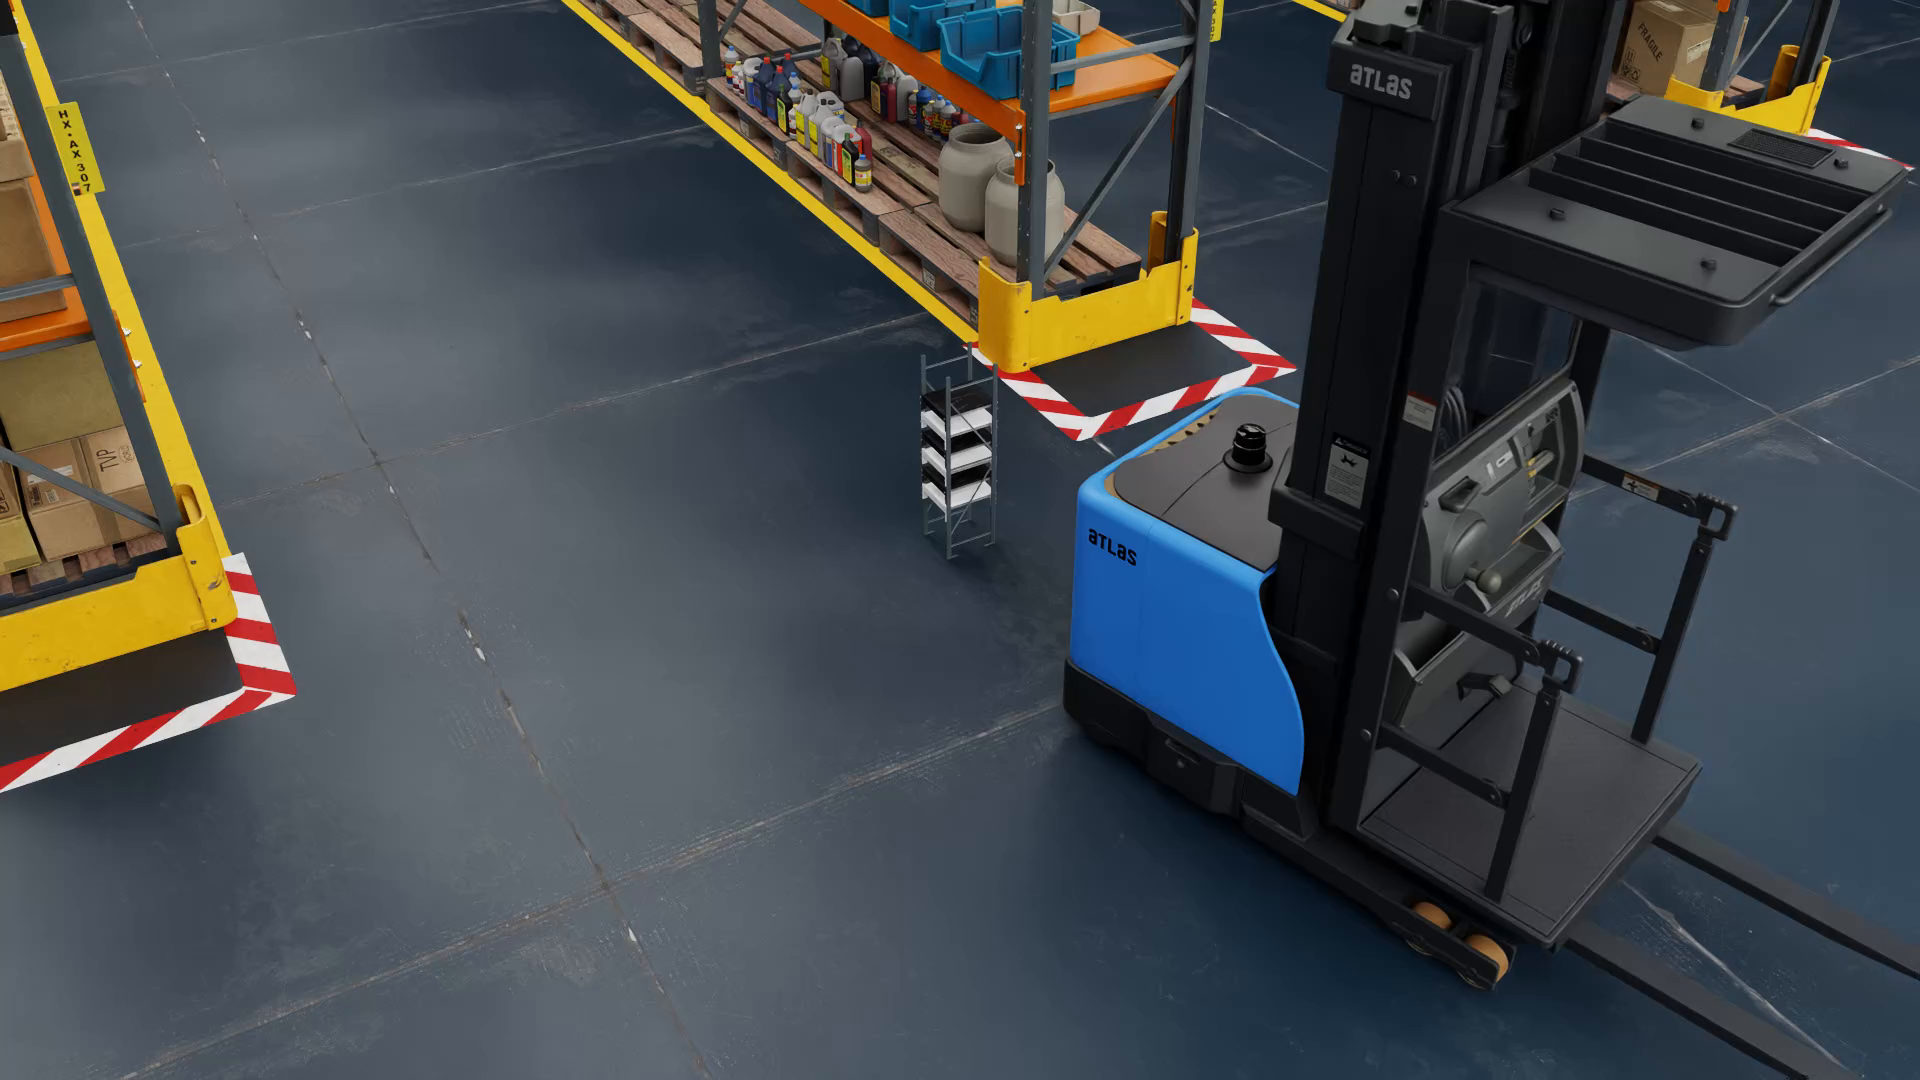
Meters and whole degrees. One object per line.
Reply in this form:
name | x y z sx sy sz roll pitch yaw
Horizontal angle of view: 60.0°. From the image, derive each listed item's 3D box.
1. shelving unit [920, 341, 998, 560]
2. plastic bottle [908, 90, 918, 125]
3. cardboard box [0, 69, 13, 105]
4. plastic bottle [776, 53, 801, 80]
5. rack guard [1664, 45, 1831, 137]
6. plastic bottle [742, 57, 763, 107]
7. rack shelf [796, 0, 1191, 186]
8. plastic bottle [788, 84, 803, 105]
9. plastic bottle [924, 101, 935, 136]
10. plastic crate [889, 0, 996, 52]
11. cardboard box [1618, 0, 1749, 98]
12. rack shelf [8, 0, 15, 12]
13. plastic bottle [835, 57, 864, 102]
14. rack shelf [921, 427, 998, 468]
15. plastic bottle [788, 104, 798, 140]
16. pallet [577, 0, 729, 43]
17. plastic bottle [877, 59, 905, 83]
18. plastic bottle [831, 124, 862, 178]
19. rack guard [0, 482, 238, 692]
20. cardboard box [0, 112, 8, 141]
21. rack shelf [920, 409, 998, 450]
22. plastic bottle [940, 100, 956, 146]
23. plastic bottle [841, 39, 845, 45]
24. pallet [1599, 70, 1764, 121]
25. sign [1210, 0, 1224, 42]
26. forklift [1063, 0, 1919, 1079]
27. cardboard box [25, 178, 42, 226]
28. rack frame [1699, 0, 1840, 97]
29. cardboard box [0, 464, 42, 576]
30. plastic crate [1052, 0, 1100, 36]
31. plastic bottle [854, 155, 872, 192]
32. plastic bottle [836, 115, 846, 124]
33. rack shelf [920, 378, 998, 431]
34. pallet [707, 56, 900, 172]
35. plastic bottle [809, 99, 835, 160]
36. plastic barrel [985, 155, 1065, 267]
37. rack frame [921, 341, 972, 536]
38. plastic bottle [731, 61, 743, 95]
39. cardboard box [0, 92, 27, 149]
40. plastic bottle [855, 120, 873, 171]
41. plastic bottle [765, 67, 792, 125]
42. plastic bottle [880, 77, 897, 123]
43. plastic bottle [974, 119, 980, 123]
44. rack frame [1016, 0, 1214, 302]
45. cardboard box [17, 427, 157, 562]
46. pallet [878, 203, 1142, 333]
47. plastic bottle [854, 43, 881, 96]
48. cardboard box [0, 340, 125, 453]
shelving unit | -0.004 -0.368 6.990 0.258 0.900 0.210 -19 40 -24
plastic bottle | -0.276 -2.720 10.430 0.097 0.201 0.097 0 36 0
cardboard box | -3.939 -1.765 6.489 0.380 0.149 0.250 -20 40 -25
plastic bottle | -1.097 -2.930 10.591 0.144 0.351 0.185 -19 40 -24
rack guard | 4.985 -2.771 10.620 1.175 0.500 0.348 -19 40 -24
plastic bottle | -1.301 -2.942 10.672 0.152 0.276 0.135 -17 40 -22
rack shelf | -0.264 -3.003 9.429 1.077 0.370 4.000 -19 40 -24
plastic bottle | -1.021 -2.695 10.337 0.097 0.271 0.097 0 36 0
plastic bottle | -0.173 -2.615 10.287 0.097 0.201 0.097 0 36 0
plastic crate | -0.090 -2.713 8.548 0.499 0.251 0.408 -19 40 -24
cardboard box | 4.724 -3.225 10.886 0.500 0.500 0.500 -12 38 -16
rack shelf | -4.548 -2.749 6.537 1.077 0.370 4.000 -19 40 -24
plastic bottle | -0.715 -2.994 10.742 0.152 0.276 0.135 -19 40 -24
rack shelf | -0.004 -0.413 6.957 0.258 0.077 0.200 -19 40 -24
plastic bottle | -1.005 -2.579 10.238 0.097 0.201 0.097 0 36 0
pallet | -2.314 -4.200 12.821 1.003 0.211 1.213 -19 40 -24
plastic bottle | -0.437 -2.916 10.572 0.144 0.351 0.185 -19 40 -24
plastic bottle | -0.664 -2.295 9.785 0.152 0.276 0.135 -19 40 -24
rack guard | -3.532 0.214 6.534 1.175 0.500 0.348 -19 40 -24
cardboard box | -3.794 -1.641 5.769 0.700 0.500 0.500 -19 40 -24
rack shelf | -0.004 -0.486 6.904 0.258 0.077 0.200 -19 40 -24
plastic bottle | -0.073 -2.542 10.127 0.097 0.271 0.097 0 36 0
plastic bottle | -0.742 -3.247 11.082 0.061 0.283 0.133 -17 39 -22
pallet | 4.608 -3.079 11.287 1.003 0.211 1.213 -19 40 -24
sign | 1.219 -2.547 7.959 0.100 0.325 0.005 -19 40 -24
forklift | 1.799 -0.108 4.913 3.031 2.935 1.130 30 45 34
cardboard box | -4.035 -1.357 6.480 0.700 0.500 0.500 -18 40 -23
rack frame | 5.024 -3.742 9.830 1.000 3.000 0.127 -19 40 -24
cardboard box | -4.068 -0.053 6.755 0.500 0.250 0.500 -19 40 -24
plastic crate | 0.570 -2.719 8.653 0.298 0.136 0.250 -19 40 -24
plastic bottle | -0.561 -2.128 9.620 0.097 0.201 0.097 0 36 0
plastic bottle | -0.737 -2.477 10.098 0.097 0.201 0.097 0 36 0
rack shelf | -0.004 -0.559 6.851 0.258 0.077 0.200 -19 40 -24
pallet | -0.967 -2.833 10.950 1.003 0.211 1.213 -19 40 -24
plastic bottle | -0.820 -2.479 9.974 0.144 0.351 0.185 -17 40 -22
plastic barrel | 0.344 -1.752 8.859 0.421 0.512 0.421 0 36 0
rack frame | -0.055 -0.419 7.061 0.240 0.900 0.006 -19 40 -24
plastic bottle | -1.436 -3.017 10.837 0.097 0.201 0.097 0 36 0
cardboard box | -3.690 -1.508 6.137 0.380 0.149 0.250 -20 41 -25
plastic bottle | -0.572 -2.330 9.827 0.061 0.283 0.133 -19 40 -24
plastic bottle | -1.127 -2.791 10.401 0.144 0.351 0.185 -21 41 -26
plastic bottle | -0.451 -2.773 10.434 0.061 0.283 0.133 -19 40 -24
plastic bottle | 0.100 -2.367 9.888 0.097 0.271 0.097 0 36 0
rack frame | 0.741 -2.274 7.820 1.000 3.000 0.127 -19 40 -24
cardboard box | -3.621 -0.207 6.965 0.500 0.250 0.500 -19 40 -24
pallet | 0.259 -1.589 9.246 1.003 0.211 1.213 -19 40 -24
plastic bottle | -0.599 -3.081 10.798 0.144 0.351 0.185 -21 41 -26
cardboard box | -3.874 -0.764 7.092 0.500 0.500 0.500 -19 40 -24
